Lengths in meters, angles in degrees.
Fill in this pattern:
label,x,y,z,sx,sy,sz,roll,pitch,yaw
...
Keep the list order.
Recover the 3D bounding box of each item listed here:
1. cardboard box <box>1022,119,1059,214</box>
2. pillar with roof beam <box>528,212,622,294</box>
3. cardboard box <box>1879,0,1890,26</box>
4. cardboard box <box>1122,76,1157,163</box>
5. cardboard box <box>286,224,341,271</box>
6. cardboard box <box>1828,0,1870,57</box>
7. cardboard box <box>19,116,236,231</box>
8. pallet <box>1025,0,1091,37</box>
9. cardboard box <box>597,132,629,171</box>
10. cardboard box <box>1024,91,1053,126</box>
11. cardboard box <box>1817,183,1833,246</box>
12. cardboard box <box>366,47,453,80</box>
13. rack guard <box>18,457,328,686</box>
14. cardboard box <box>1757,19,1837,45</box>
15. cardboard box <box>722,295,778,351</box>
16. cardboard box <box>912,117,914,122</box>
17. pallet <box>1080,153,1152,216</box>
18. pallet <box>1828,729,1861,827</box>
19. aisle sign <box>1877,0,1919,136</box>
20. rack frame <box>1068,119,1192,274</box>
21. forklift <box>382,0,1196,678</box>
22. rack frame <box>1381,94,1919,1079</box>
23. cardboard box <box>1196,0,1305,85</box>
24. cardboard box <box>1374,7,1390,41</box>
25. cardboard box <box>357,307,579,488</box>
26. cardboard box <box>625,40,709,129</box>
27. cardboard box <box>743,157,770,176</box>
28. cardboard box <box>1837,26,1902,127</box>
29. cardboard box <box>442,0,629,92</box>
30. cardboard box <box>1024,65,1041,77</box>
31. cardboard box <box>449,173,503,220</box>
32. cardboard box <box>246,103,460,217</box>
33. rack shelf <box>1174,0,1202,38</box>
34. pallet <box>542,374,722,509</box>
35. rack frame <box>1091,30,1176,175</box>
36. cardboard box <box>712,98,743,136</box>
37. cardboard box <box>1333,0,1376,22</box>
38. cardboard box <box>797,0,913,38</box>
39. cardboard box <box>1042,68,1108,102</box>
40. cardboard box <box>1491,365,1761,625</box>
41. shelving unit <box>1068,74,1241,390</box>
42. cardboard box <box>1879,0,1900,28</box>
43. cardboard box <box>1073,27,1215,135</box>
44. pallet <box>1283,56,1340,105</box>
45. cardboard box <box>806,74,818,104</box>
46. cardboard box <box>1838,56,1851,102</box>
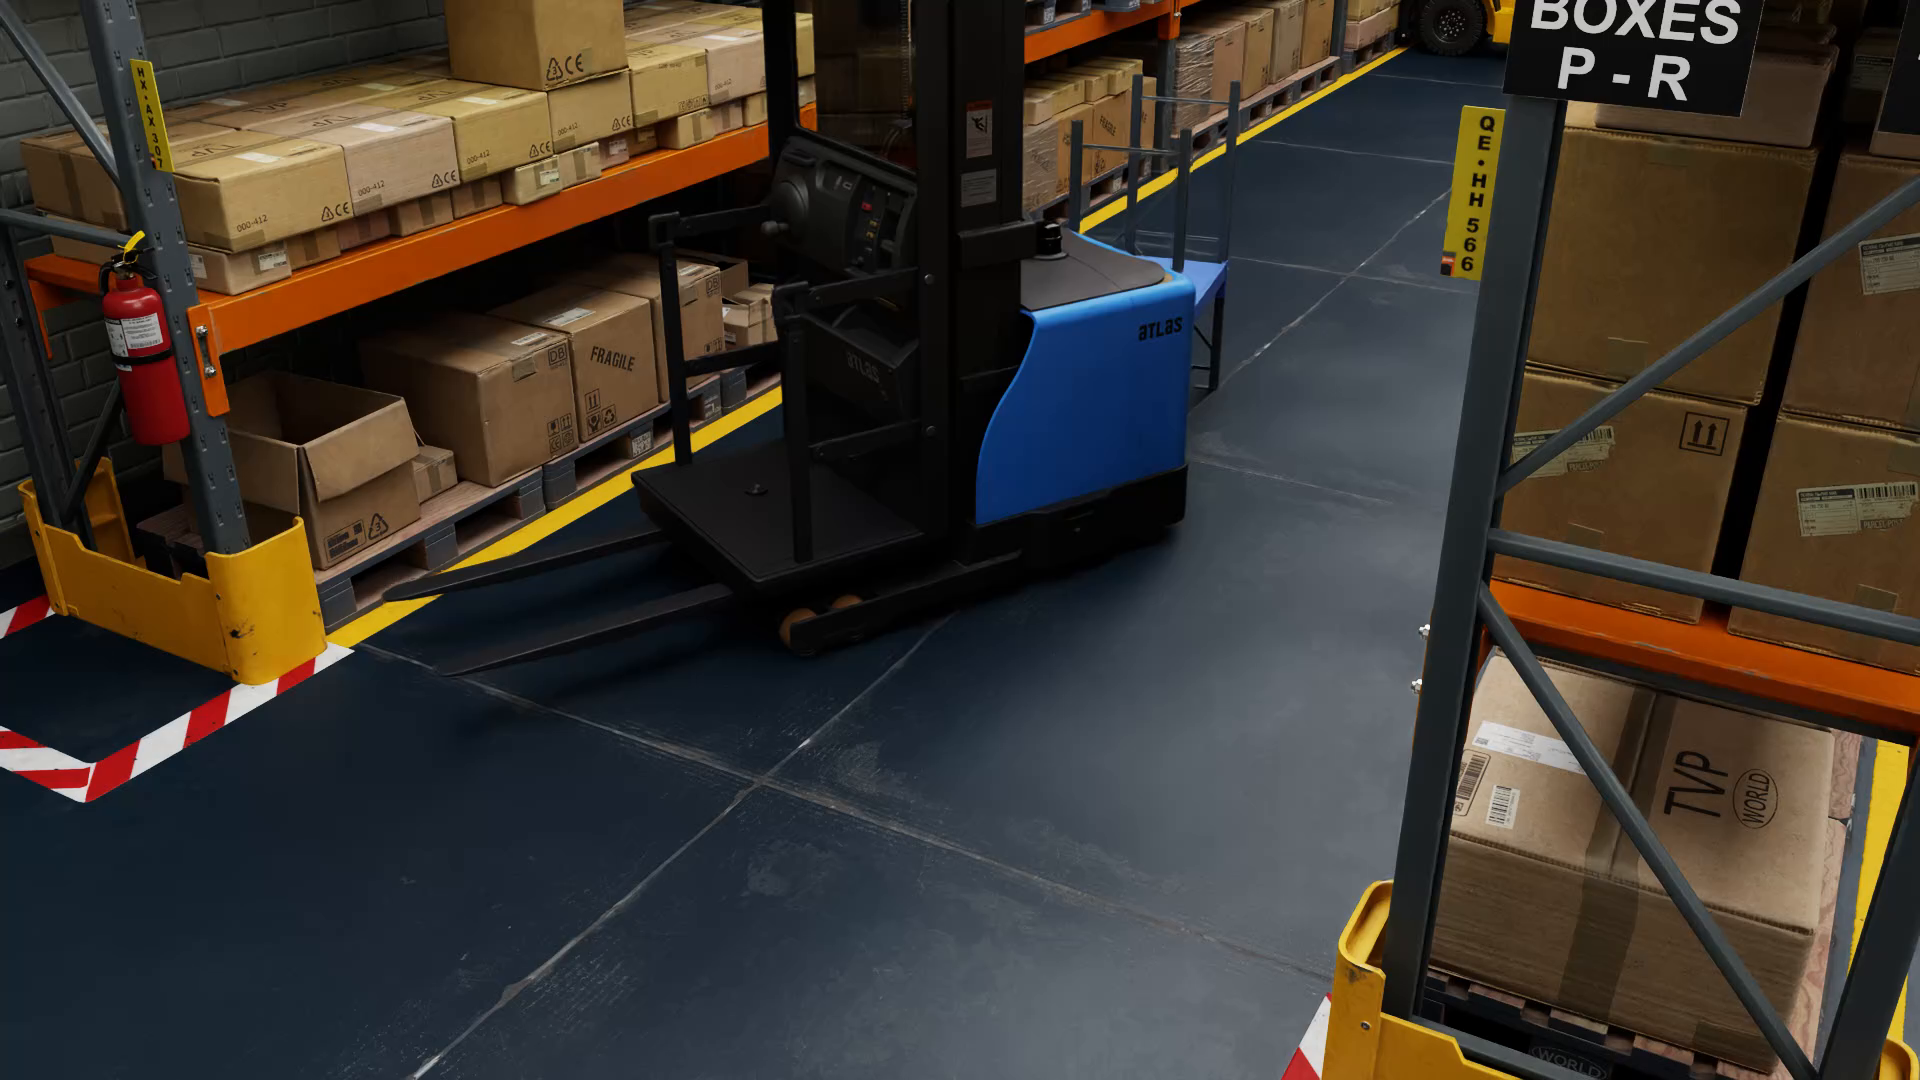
label,x,y,z,sx,sy,sz,roll,pitch,yaw
cardboard box,0.285,-2.366,10.448,0.500,0.500,0.500,13,29,24
pillar with roof beam,1.709,-4.214,5.116,9.100,9.000,0.400,14,30,26
cardboard box,2.712,-1.625,5.417,0.500,0.500,0.500,14,30,25
cardboard box,1.035,-2.969,11.654,0.500,0.500,0.500,15,30,28
cardboard box,-2.395,-1.058,5.794,0.380,0.149,0.250,15,30,27
cardboard box,1.953,-1.267,3.976,0.380,0.149,0.250,14,30,26
cardboard box,-2.885,-1.297,5.826,0.500,0.250,0.500,15,30,28
pallet,0.103,-3.267,10.139,1.003,0.211,1.213,14,30,26
cardboard box,-1.624,-1.663,7.002,0.380,0.149,0.250,14,30,26
cardboard box,0.356,-2.713,10.417,0.380,0.149,0.250,13,29,24
cardboard box,2.197,-0.792,4.870,0.500,0.500,0.500,15,30,28
cardboard box,-2.125,-1.894,7.017,0.500,0.250,0.500,14,30,26
rack guard,-2.843,0.095,6.003,1.175,0.500,0.348,14,30,26
cardboard box,1.549,-0.972,3.388,0.380,0.149,0.250,15,30,27
cardboard box,-1.106,-1.097,8.175,0.396,0.266,0.258,15,30,28
cardboard box,-0.418,-2.239,9.138,0.380,0.149,0.250,13,29,24
pallet,0.655,-2.582,11.672,1.003,0.211,1.213,14,30,26
pallet,2.370,0.542,5.431,1.003,0.211,1.213,14,30,26
aisle sign,1.660,-0.973,2.438,0.394,0.787,0.004,14,30,26
rack frame,0.699,-1.026,7.124,0.500,1.500,0.032,9,28,18
forklift,-0.594,-1.166,5.805,3.031,2.935,1.130,-16,31,-29
rack frame,1.443,0.098,3.203,1.000,3.000,0.127,14,30,26
cardboard box,2.388,-4.290,14.152,0.875,0.625,0.625,14,30,26
cardboard box,3.786,-4.945,15.881,0.500,0.250,0.500,13,30,25
cardboard box,-2.042,-0.606,6.932,0.700,0.500,0.500,16,31,28
cardboard box,-1.441,-1.976,7.182,0.500,0.250,0.500,14,30,26
cardboard box,-0.982,-2.120,9.232,0.380,0.149,0.250,13,29,24
cardboard box,1.926,-0.879,3.202,0.380,0.149,0.250,15,30,27
cardboard box,-1.685,-2.097,6.586,0.500,0.500,0.500,15,30,27
cardboard box,0.321,-3.125,11.240,0.380,0.149,0.250,15,30,27
cardboard box,-1.992,-1.358,6.393,0.380,0.149,0.250,15,30,27
cardboard box,-2.174,-1.374,5.978,0.500,0.250,0.500,15,30,27
rack shelf,2.039,-4.569,13.330,1.077,0.370,4.000,14,30,26
pallet,-1.850,-0.561,7.635,1.003,0.211,1.213,14,30,26
rack frame,1.055,-4.111,11.612,1.000,3.000,0.127,14,30,26
cardboard box,-1.218,-1.951,7.578,0.380,0.149,0.250,15,30,27
cardboard box,3.530,-4.973,15.377,0.500,0.250,0.500,14,30,26
cardboard box,-0.480,-2.924,8.660,0.700,0.500,0.500,15,30,27
cardboard box,0.758,-3.017,11.025,0.380,0.149,0.250,13,29,24
cardboard box,1.450,-0.193,3.673,0.500,0.500,0.500,14,30,26
shelving unit,0.870,-1.240,7.552,0.538,1.500,1.048,9,28,18
cardboard box,2.667,-1.118,4.404,0.500,0.500,0.500,14,30,26
cardboard box,1.374,-3.477,12.529,0.875,0.625,0.625,15,30,28
pallet,2.695,-4.128,14.760,1.003,0.211,1.213,14,30,26
cardboard box,-0.849,-2.260,8.195,0.380,0.149,0.250,15,30,27
cardboard box,1.951,-1.036,4.241,0.500,0.500,0.500,14,30,26
